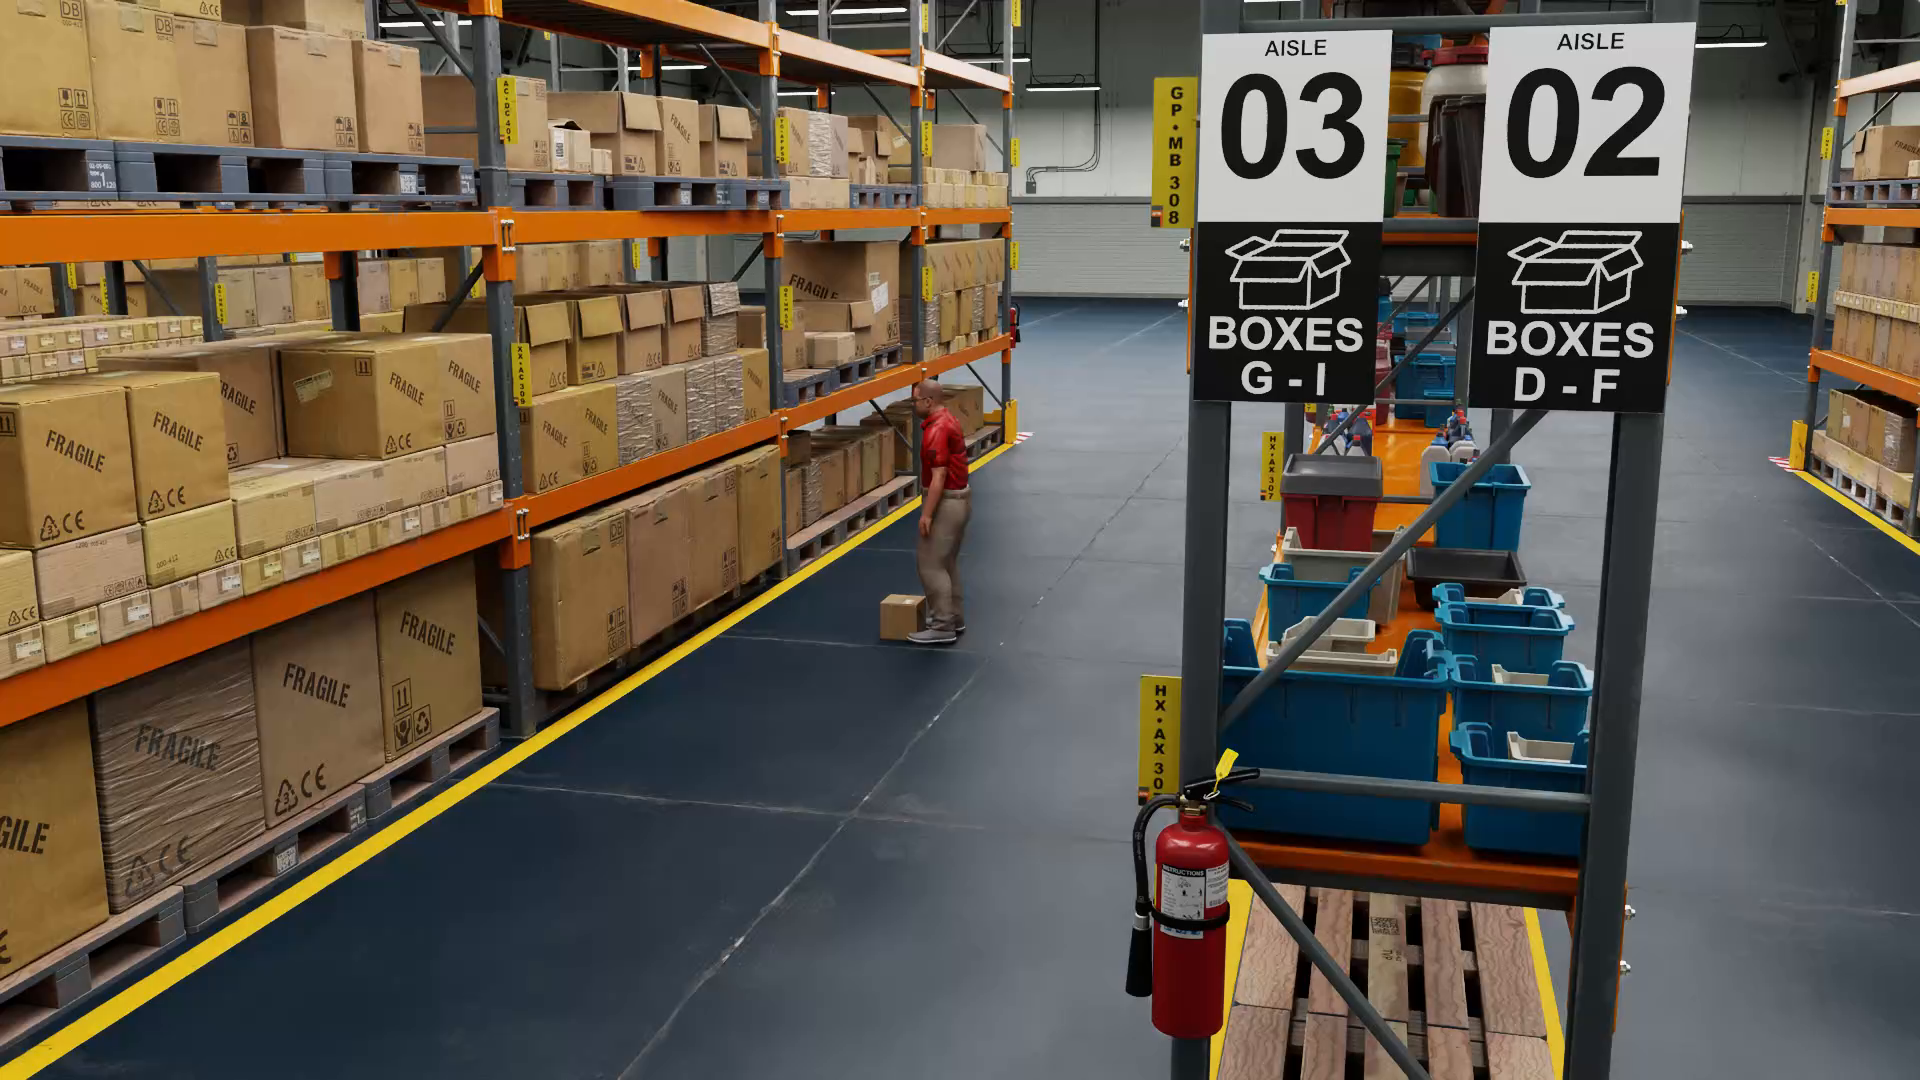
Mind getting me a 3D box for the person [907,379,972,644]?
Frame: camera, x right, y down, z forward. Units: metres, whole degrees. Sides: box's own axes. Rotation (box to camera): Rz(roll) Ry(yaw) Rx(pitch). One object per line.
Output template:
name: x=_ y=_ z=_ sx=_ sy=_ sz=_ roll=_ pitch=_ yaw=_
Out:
person: x=-0.133 y=-0.194 z=10.940 sx=0.386 sy=1.727 sz=0.595 roll=3 pitch=12 yaw=12
